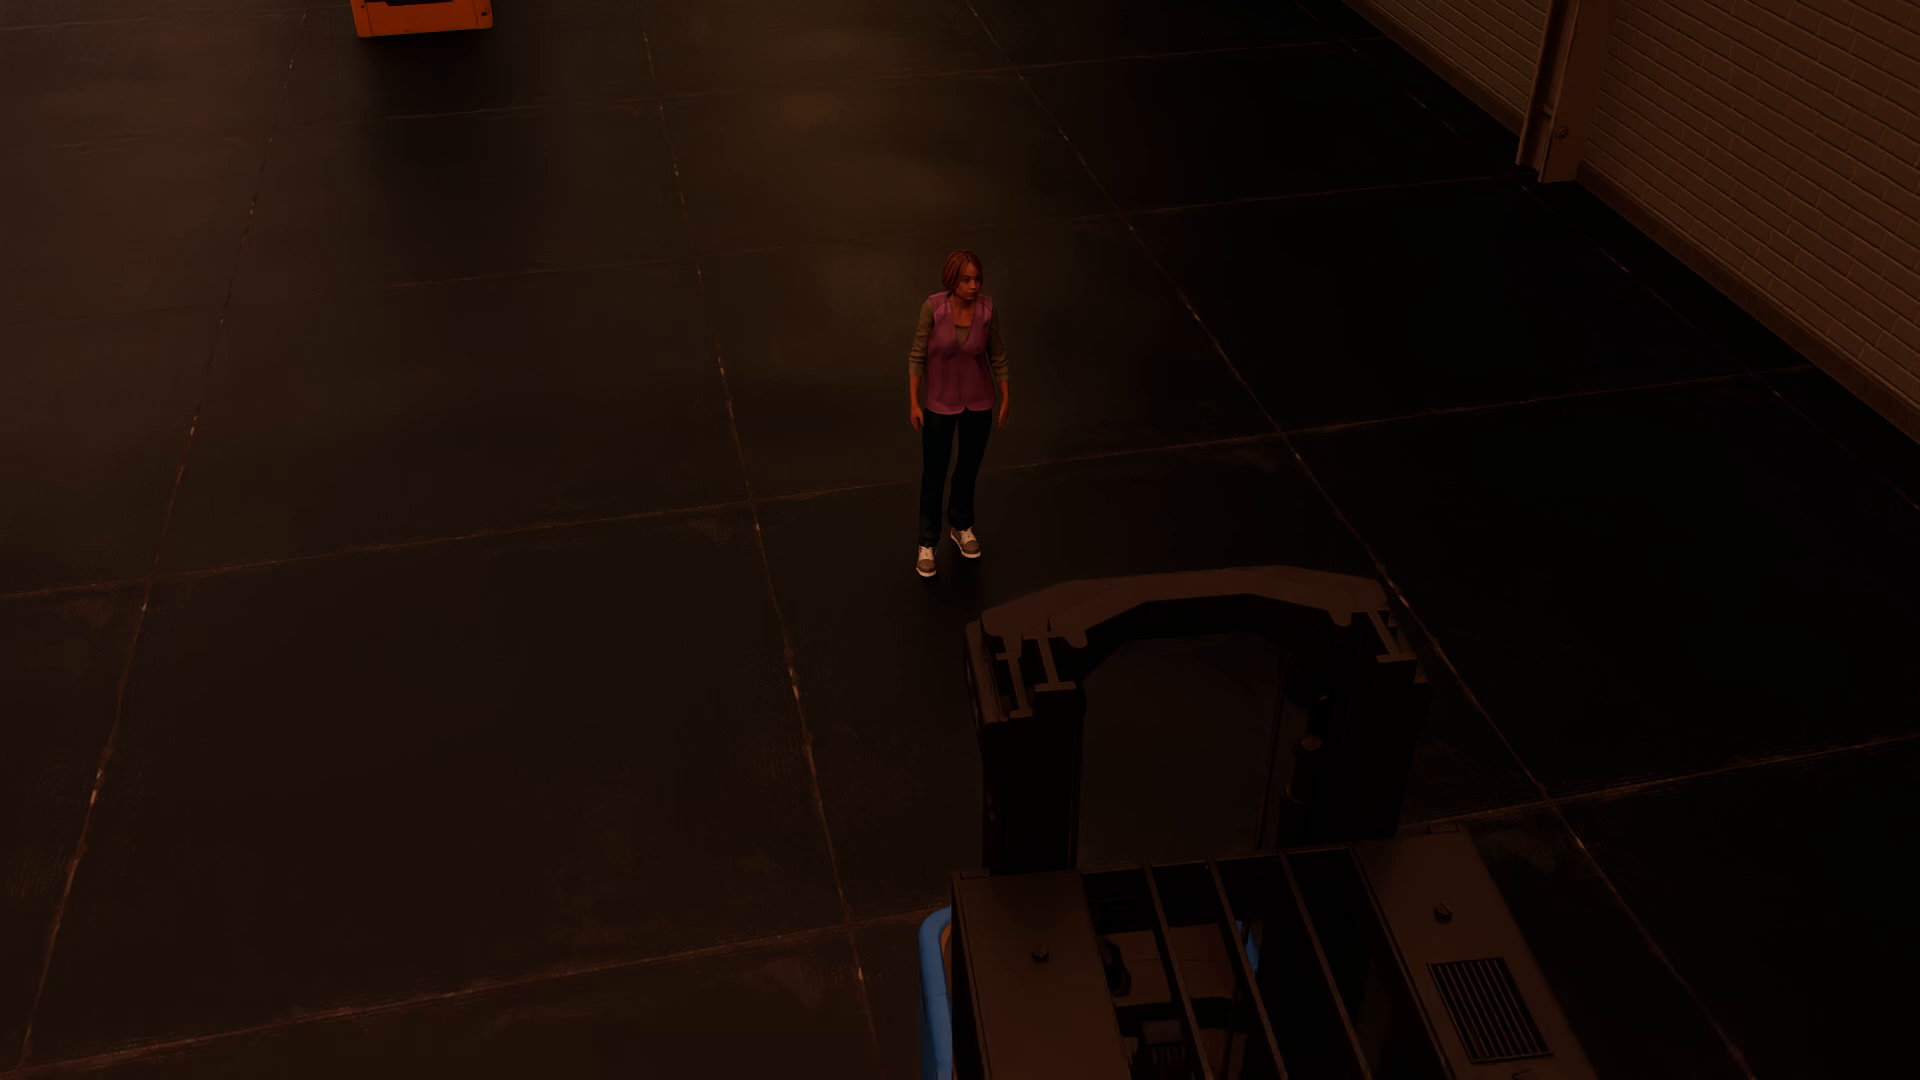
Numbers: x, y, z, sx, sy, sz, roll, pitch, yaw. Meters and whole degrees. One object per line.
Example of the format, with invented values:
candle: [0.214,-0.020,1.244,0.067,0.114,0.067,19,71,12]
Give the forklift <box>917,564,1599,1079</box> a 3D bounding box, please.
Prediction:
forklift: [0.558,1.641,3.771,1.130,2.935,3.031,-4,36,-6]

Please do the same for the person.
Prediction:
person: [0.003,-0.609,8.026,0.520,1.597,0.472,-8,36,-11]
